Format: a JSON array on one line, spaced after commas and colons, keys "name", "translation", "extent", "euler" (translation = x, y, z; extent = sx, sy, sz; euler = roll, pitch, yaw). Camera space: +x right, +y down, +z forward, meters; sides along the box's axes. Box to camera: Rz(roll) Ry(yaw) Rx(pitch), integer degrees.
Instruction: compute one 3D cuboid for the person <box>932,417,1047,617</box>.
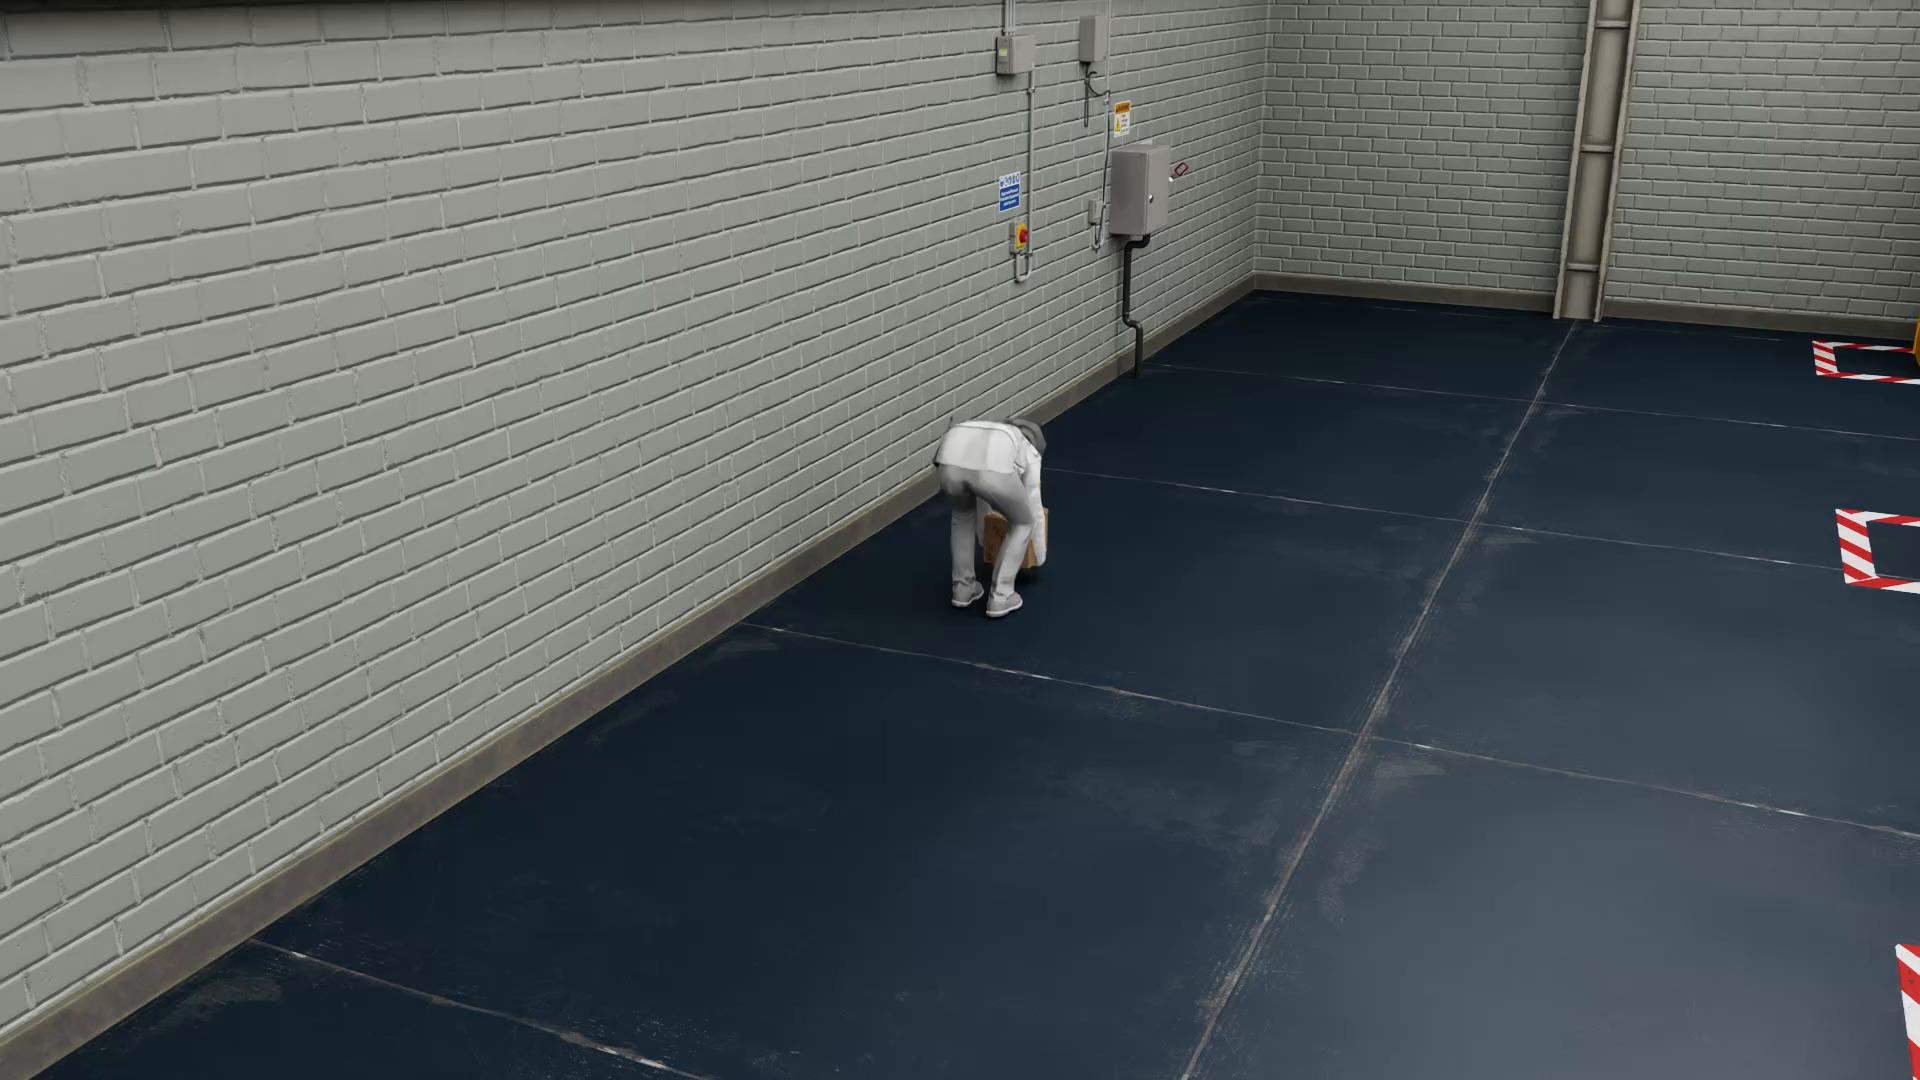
[{"name": "person", "translation": [0.177, -0.168, 8.143], "extent": [0.437, 0.947, 0.891], "euler": [7, 20, 20]}]
